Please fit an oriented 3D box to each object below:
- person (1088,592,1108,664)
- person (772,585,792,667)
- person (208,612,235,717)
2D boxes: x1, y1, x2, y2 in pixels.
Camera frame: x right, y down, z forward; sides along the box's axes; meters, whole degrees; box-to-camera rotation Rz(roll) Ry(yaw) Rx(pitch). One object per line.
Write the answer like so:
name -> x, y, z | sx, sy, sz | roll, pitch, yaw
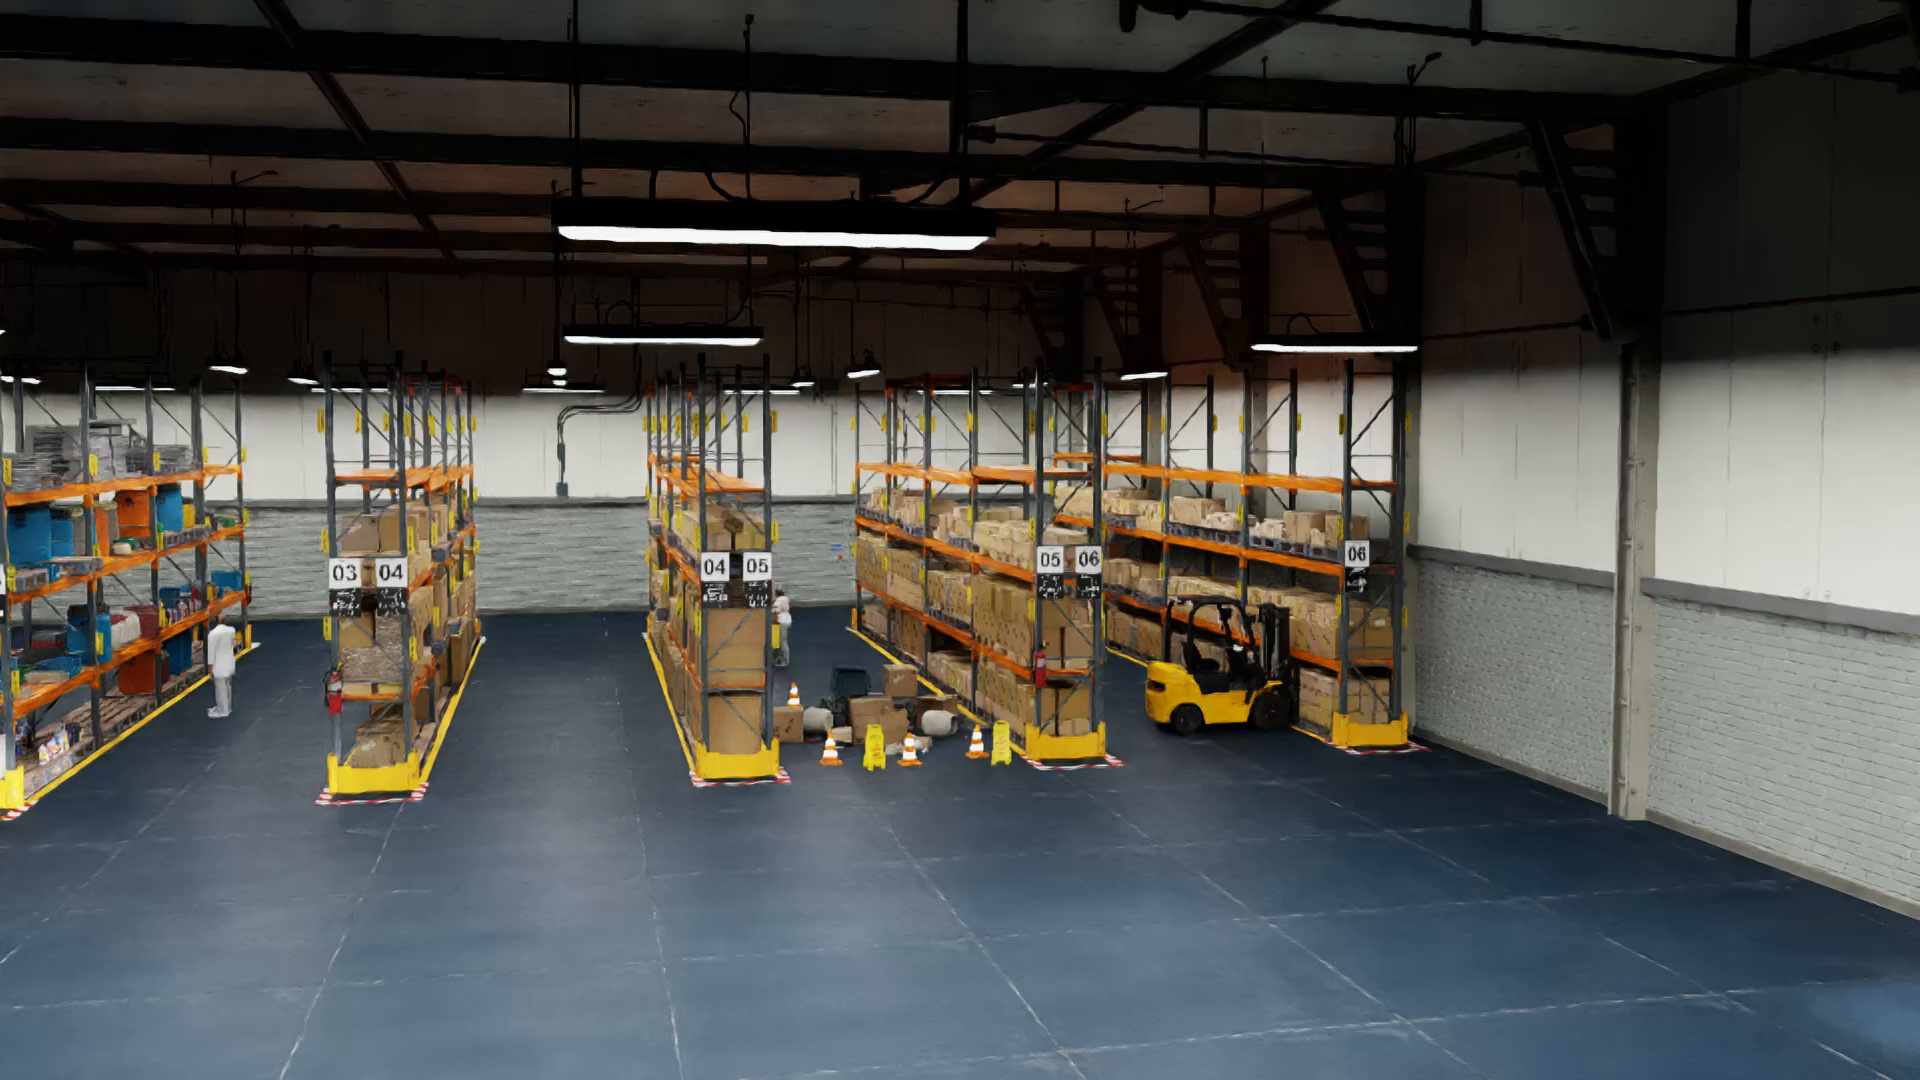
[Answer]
person -> 2.815, 1.682, 34.860 | 0.591, 1.763, 0.685 | 1, 4, 8
person -> -3.733, 1.765, 34.477 | 0.550, 1.657, 0.599 | 1, 4, 18
person -> -12.709, 2.115, 28.504 | 0.556, 1.781, 0.631 | 1, 4, 17
